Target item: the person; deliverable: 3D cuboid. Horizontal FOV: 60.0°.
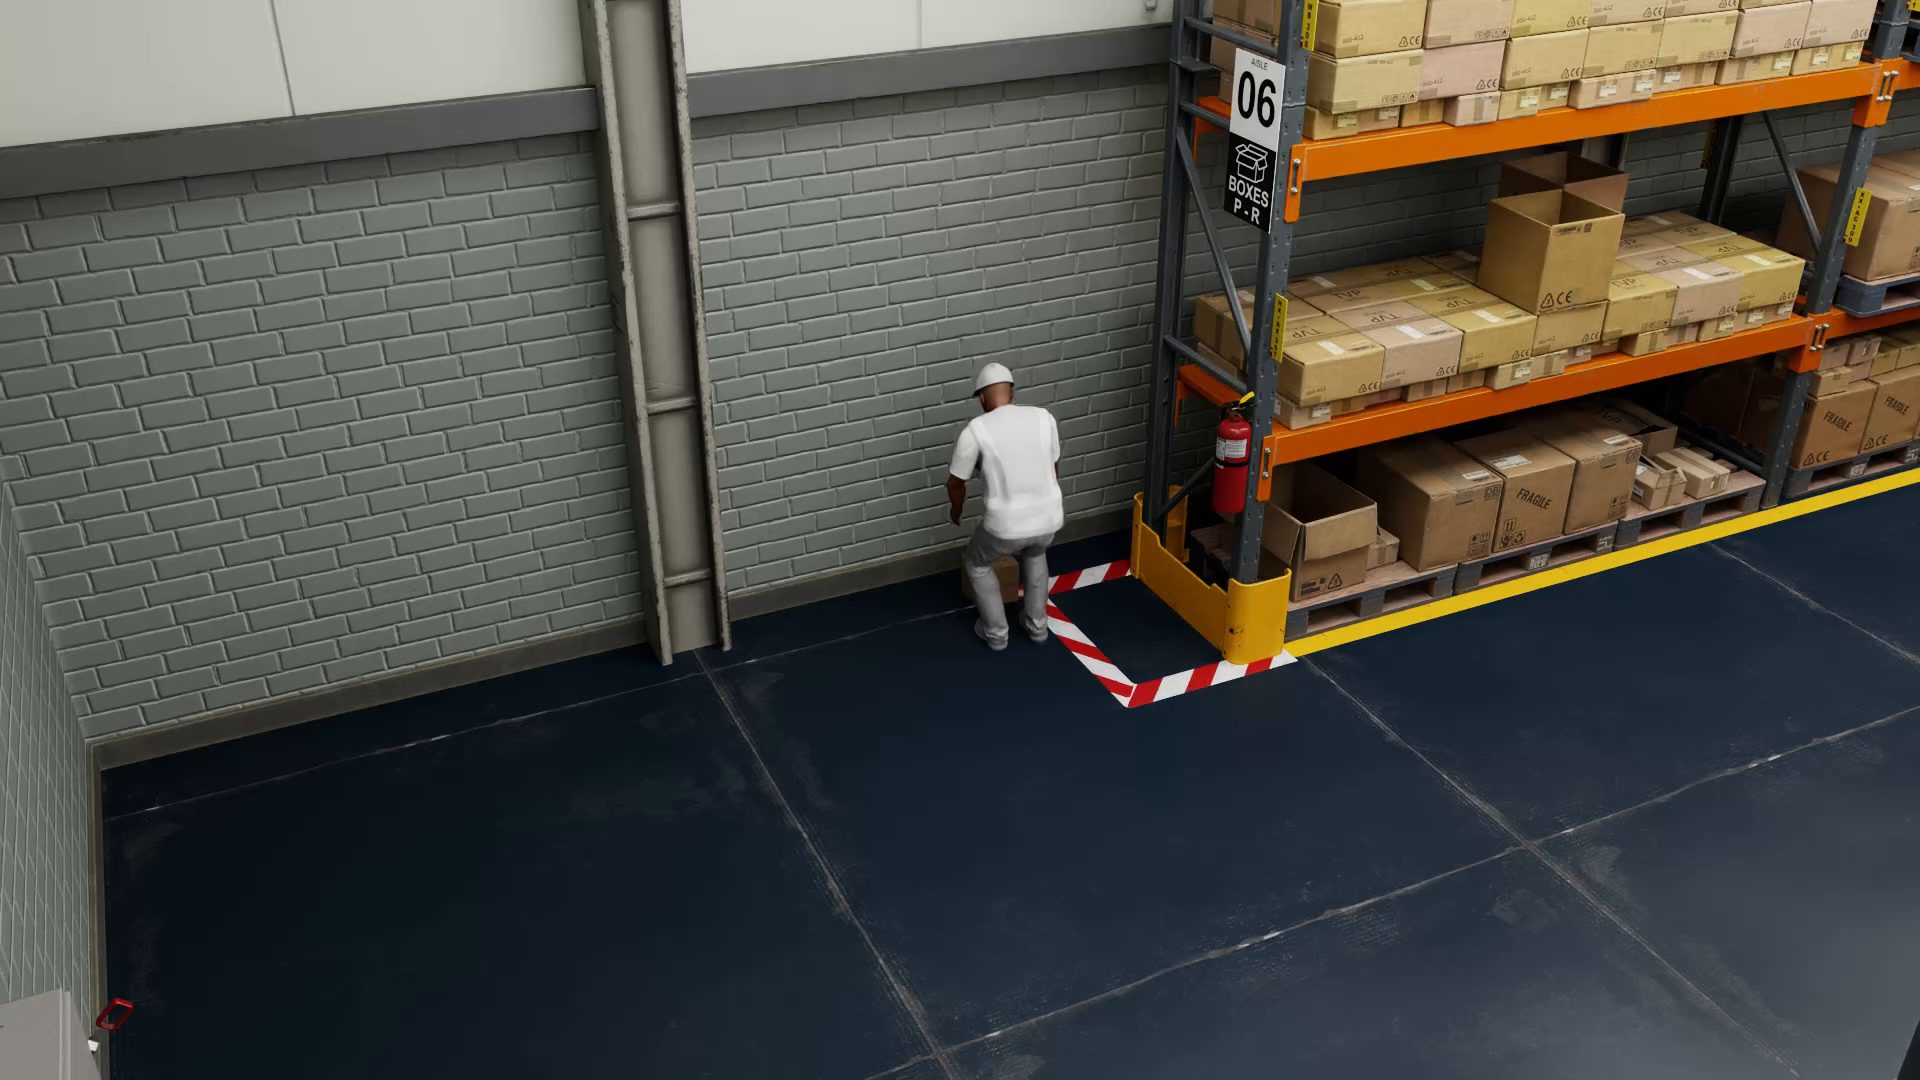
[{"bbox_3d":[0.247,-0.169,8.930,0.624,1.448,0.610,-9,30,-15],"label":"person"}]
